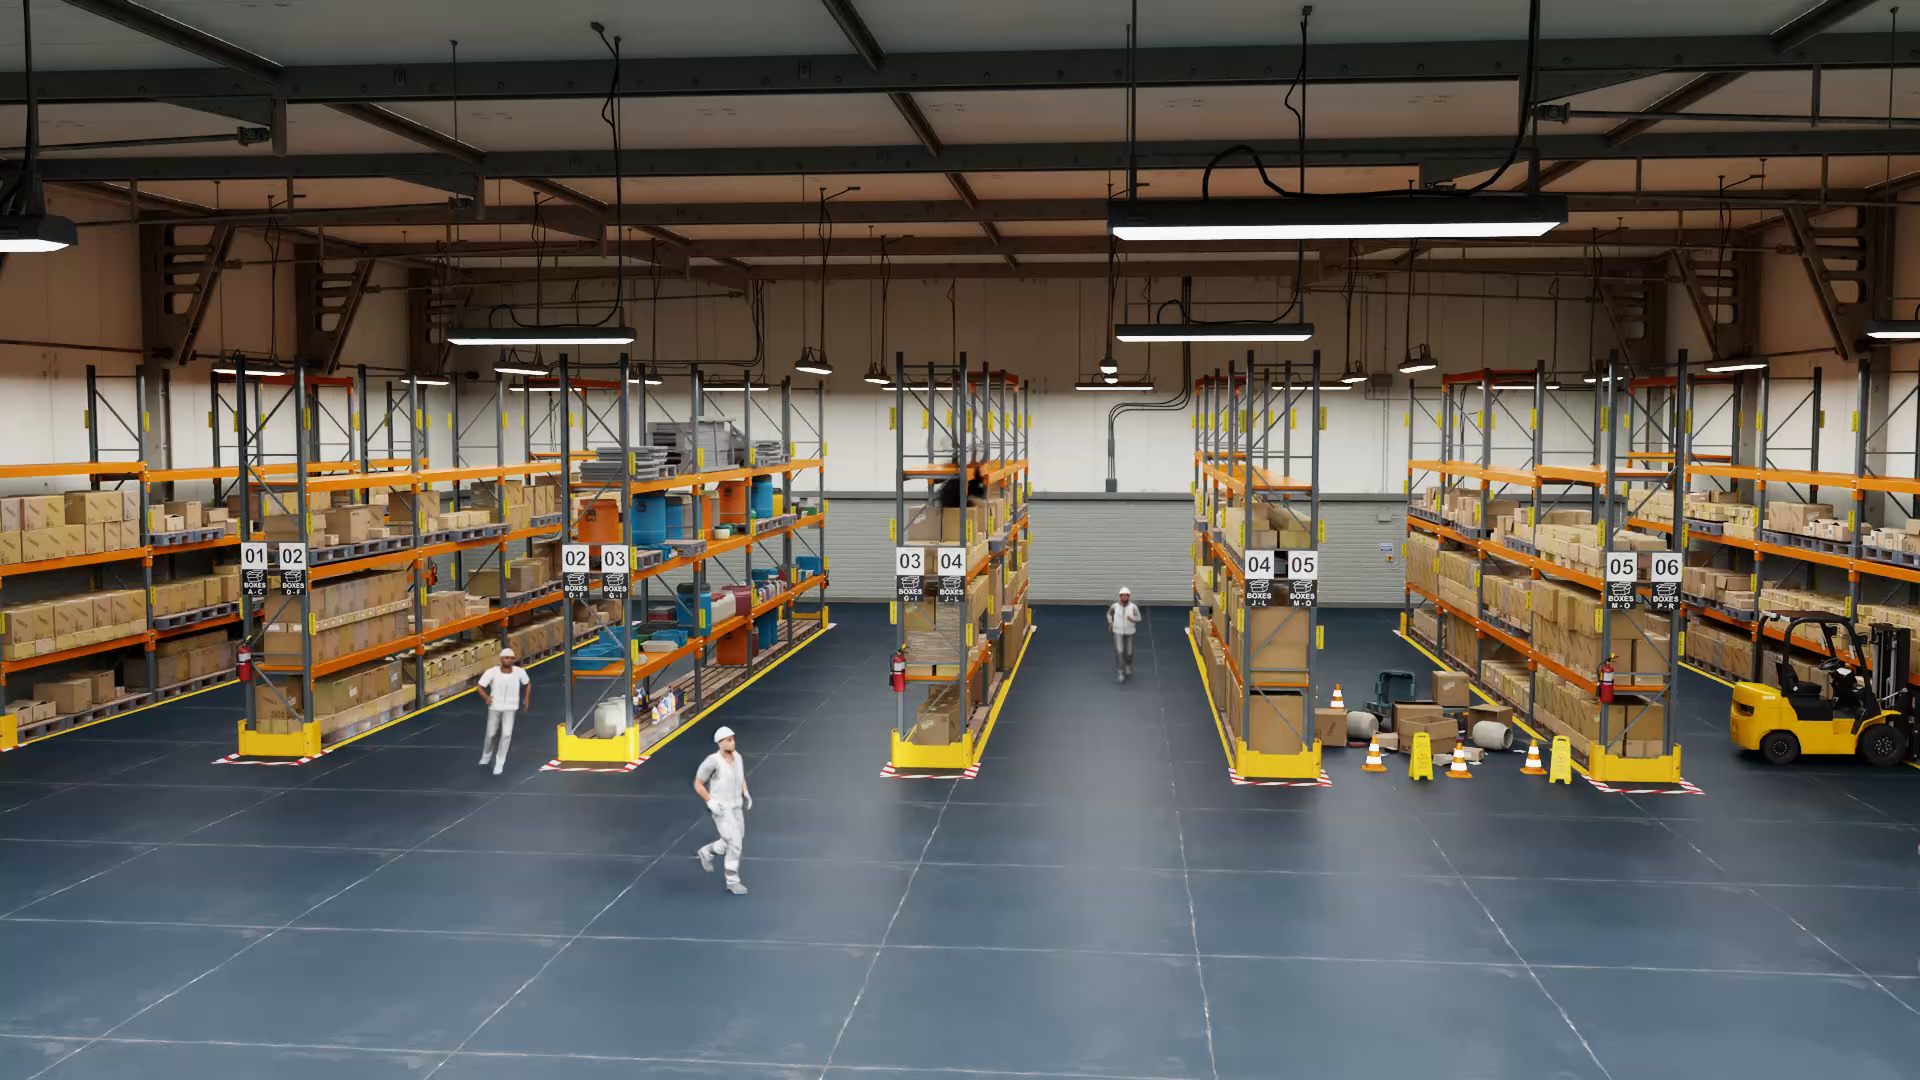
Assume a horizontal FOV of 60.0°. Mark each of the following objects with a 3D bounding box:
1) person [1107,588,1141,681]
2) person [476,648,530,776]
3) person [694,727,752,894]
[{"bbox_3d":[3.181,1.803,32.227,0.655,1.761,0.966,0,4,3],"label":"person"},{"bbox_3d":[-6.552,2.445,23.889,0.762,1.793,0.740,-1,4,-16],"label":"person"},{"bbox_3d":[-2.562,2.867,17.825,0.767,1.760,0.678,3,5,33],"label":"person"}]
